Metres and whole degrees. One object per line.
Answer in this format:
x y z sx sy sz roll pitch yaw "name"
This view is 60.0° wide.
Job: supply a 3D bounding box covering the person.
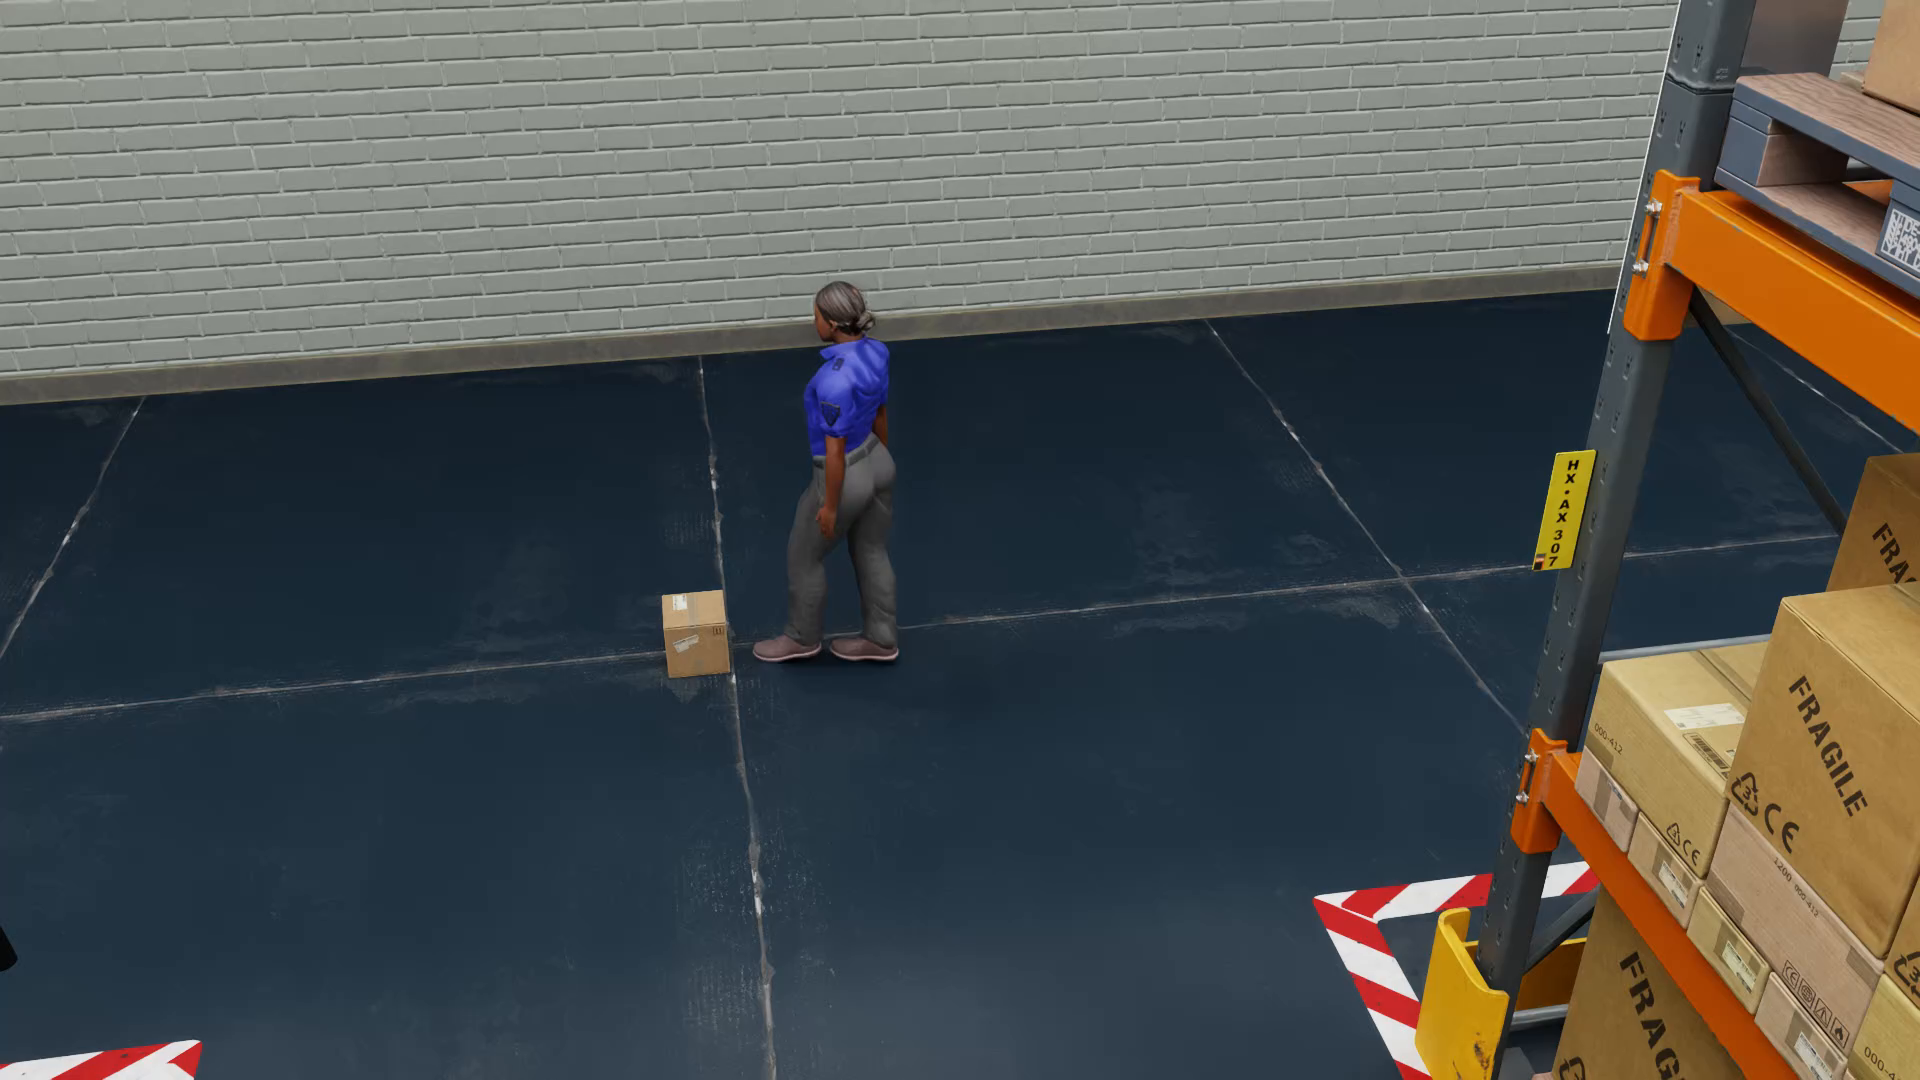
-0.526 -0.255 6.546 0.572 1.660 0.448 15 34 24 "person"
